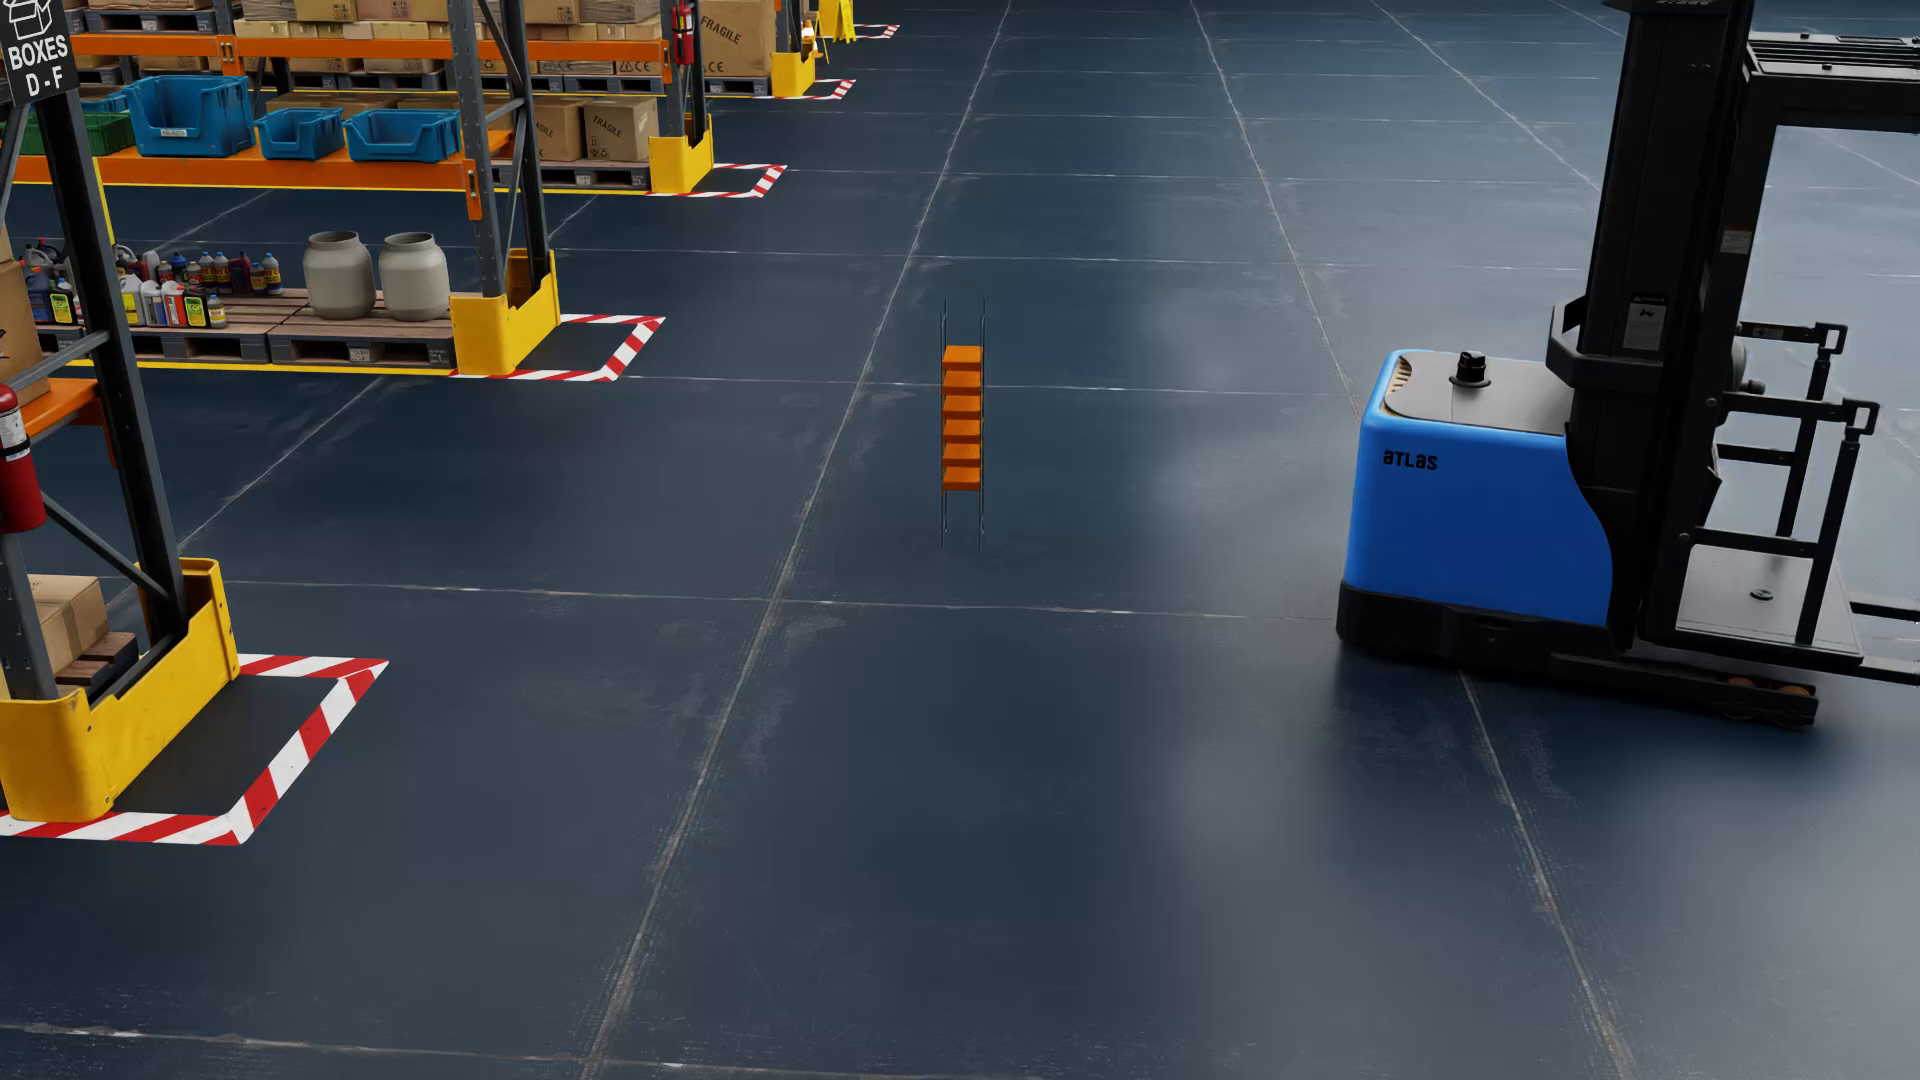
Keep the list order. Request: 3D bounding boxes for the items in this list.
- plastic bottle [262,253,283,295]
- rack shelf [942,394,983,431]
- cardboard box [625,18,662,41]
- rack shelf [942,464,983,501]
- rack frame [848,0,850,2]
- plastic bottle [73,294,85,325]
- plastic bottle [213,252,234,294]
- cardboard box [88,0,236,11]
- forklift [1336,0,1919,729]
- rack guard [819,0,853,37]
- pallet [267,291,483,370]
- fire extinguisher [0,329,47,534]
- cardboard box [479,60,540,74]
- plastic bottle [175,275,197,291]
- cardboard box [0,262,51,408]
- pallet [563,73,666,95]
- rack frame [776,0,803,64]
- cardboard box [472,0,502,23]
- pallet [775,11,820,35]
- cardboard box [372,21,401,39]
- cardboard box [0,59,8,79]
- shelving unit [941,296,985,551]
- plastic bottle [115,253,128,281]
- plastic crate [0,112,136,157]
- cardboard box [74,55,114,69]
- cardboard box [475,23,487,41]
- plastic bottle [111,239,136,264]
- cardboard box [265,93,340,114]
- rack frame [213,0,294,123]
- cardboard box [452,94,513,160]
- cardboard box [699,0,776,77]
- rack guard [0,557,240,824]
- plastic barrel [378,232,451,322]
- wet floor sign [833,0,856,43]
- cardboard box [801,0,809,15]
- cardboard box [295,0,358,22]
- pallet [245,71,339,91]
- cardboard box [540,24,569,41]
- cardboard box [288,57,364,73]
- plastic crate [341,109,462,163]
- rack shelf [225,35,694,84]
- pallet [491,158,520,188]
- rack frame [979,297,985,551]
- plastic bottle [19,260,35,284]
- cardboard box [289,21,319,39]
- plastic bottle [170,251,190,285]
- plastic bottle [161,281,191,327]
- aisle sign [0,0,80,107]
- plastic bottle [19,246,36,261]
[{"bbox_3d":[-4.659,-1.805,11.260,0.097,0.271,0.097,0,25,0],"label":"plastic bottle"},{"bbox_3d":[0.014,-0.613,7.906,0.180,0.103,0.258,2,25,4],"label":"rack shelf"},{"bbox_3d":[-2.796,-4.530,14.745,0.250,0.149,0.380,2,25,4],"label":"cardboard box"},{"bbox_3d":[0.014,-0.286,8.056,0.180,0.103,0.258,2,25,4],"label":"rack shelf"},{"bbox_3d":[-1.737,-8.851,23.836,0.127,3.000,1.000,2,25,4],"label":"rack frame"},{"bbox_3d":[-5.622,-1.489,10.659,0.097,0.201,0.097,0,25,0],"label":"plastic bottle"},{"bbox_3d":[-5.001,-1.816,11.284,0.097,0.271,0.097,0,25,0],"label":"plastic bottle"},{"bbox_3d":[-7.266,-5.396,15.107,1.000,1.000,1.000,2,25,4],"label":"cardboard box"},{"bbox_3d":[3.193,-0.837,6.502,3.031,2.935,1.130,9,26,18],"label":"forklift"},{"bbox_3d":[-1.813,-7.718,24.364,0.348,0.500,1.175,2,25,4],"label":"rack guard"},{"bbox_3d":[-3.764,-1.401,10.980,1.213,0.211,1.003,2,25,4],"label":"pallet"},{"bbox_3d":[-3.176,-0.359,5.474,0.183,0.674,0.296,2,25,4],"label":"fire extinguisher"},{"bbox_3d":[-5.382,-6.089,19.873,0.875,0.875,0.875,2,25,5],"label":"cardboard box"},{"bbox_3d":[-4.982,-1.562,10.719,0.133,0.283,0.061,2,25,4],"label":"plastic bottle"},{"bbox_3d":[-3.723,-0.658,5.910,0.500,0.500,0.700,2,25,4],"label":"cardboard box"},{"bbox_3d":[-4.032,-5.551,20.000,1.213,0.211,1.003,2,25,4],"label":"pallet"},{"bbox_3d":[-2.016,-6.785,19.345,0.127,3.000,1.000,2,25,4],"label":"rack frame"},{"bbox_3d":[-4.045,-4.930,14.840,0.500,0.500,0.875,2,25,4],"label":"cardboard box"},{"bbox_3d":[-2.621,-7.627,24.513,1.213,0.211,1.003,2,25,4],"label":"pallet"},{"bbox_3d":[-5.045,-4.573,14.838,0.250,0.149,0.380,2,25,4],"label":"cardboard box"},{"bbox_3d":[-9.273,-4.360,15.643,0.500,0.250,0.500,5,25,10],"label":"cardboard box"},{"bbox_3d":[0.014,-0.545,7.937,0.189,1.200,0.258,2,25,4],"label":"shelving unit"},{"bbox_3d":[-5.668,-1.790,11.213,0.133,0.283,0.061,2,25,4],"label":"plastic bottle"},{"bbox_3d":[-5.532,-2.527,10.346,0.662,0.188,0.450,2,25,4],"label":"plastic crate"},{"bbox_3d":[-10.668,-6.008,20.145,0.500,0.500,0.500,2,25,4],"label":"cardboard box"},{"bbox_3d":[-4.300,-4.534,14.754,0.250,0.149,0.380,2,25,4],"label":"cardboard box"},{"bbox_3d":[-5.686,-1.864,11.294,0.185,0.351,0.144,2,25,4],"label":"plastic bottle"},{"bbox_3d":[-6.089,-3.874,15.509,0.500,0.500,0.500,1,25,2],"label":"cardboard box"},{"bbox_3d":[-6.484,-4.849,15.138,0.127,3.000,1.000,2,25,4],"label":"rack frame"},{"bbox_3d":[-4.339,-3.836,15.424,0.500,0.500,0.500,4,25,9],"label":"cardboard box"},{"bbox_3d":[-2.697,-6.004,19.689,0.875,0.875,0.875,2,25,4],"label":"cardboard box"},{"bbox_3d":[-3.234,0.544,6.408,0.348,0.500,1.175,2,25,4],"label":"rack guard"},{"bbox_3d":[-3.537,-1.706,10.782,0.421,0.512,0.421,0,25,0],"label":"plastic barrel"},{"bbox_3d":[-1.630,-7.329,23.346,0.232,0.644,0.267,11,27,22],"label":"wet floor sign"},{"bbox_3d":[-2.521,-7.934,24.630,0.500,0.250,0.500,2,25,4],"label":"cardboard box"},{"bbox_3d":[-5.545,-4.958,14.901,0.500,0.500,0.875,2,25,4],"label":"cardboard box"},{"bbox_3d":[-7.999,-5.677,20.274,1.213,0.211,1.003,2,25,4],"label":"pallet"},{"bbox_3d":[-3.547,-4.539,14.765,0.250,0.149,0.380,2,25,4],"label":"cardboard box"},{"bbox_3d":[-7.591,-6.096,20.038,0.750,0.750,1.050,2,25,4],"label":"cardboard box"},{"bbox_3d":[-3.397,-2.480,10.168,0.616,0.251,0.499,2,25,4],"label":"plastic crate"},{"bbox_3d":[-4.490,-4.458,15.149,4.000,0.370,1.077,2,25,4],"label":"rack shelf"},{"bbox_3d":[-4.592,-3.537,15.624,1.213,0.211,1.003,2,25,4],"label":"pallet"},{"bbox_3d":[0.106,-0.542,7.931,0.006,1.200,0.240,2,25,4],"label":"rack frame"},{"bbox_3d":[-6.079,-1.642,10.812,0.185,0.351,0.144,2,25,4],"label":"plastic bottle"},{"bbox_3d":[-5.793,-4.592,14.882,0.250,0.149,0.380,2,25,4],"label":"cardboard box"},{"bbox_3d":[-5.303,-1.825,11.305,0.097,0.271,0.097,0,25,0],"label":"plastic bottle"},{"bbox_3d":[-4.989,-1.514,10.624,0.135,0.276,0.152,2,25,4],"label":"plastic bottle"},{"bbox_3d":[-3.169,-1.899,5.617,0.004,0.787,0.394,2,25,4],"label":"aisle sign"},{"bbox_3d":[-6.359,-1.872,11.393,0.133,0.283,0.061,3,25,7],"label":"plastic bottle"}]
